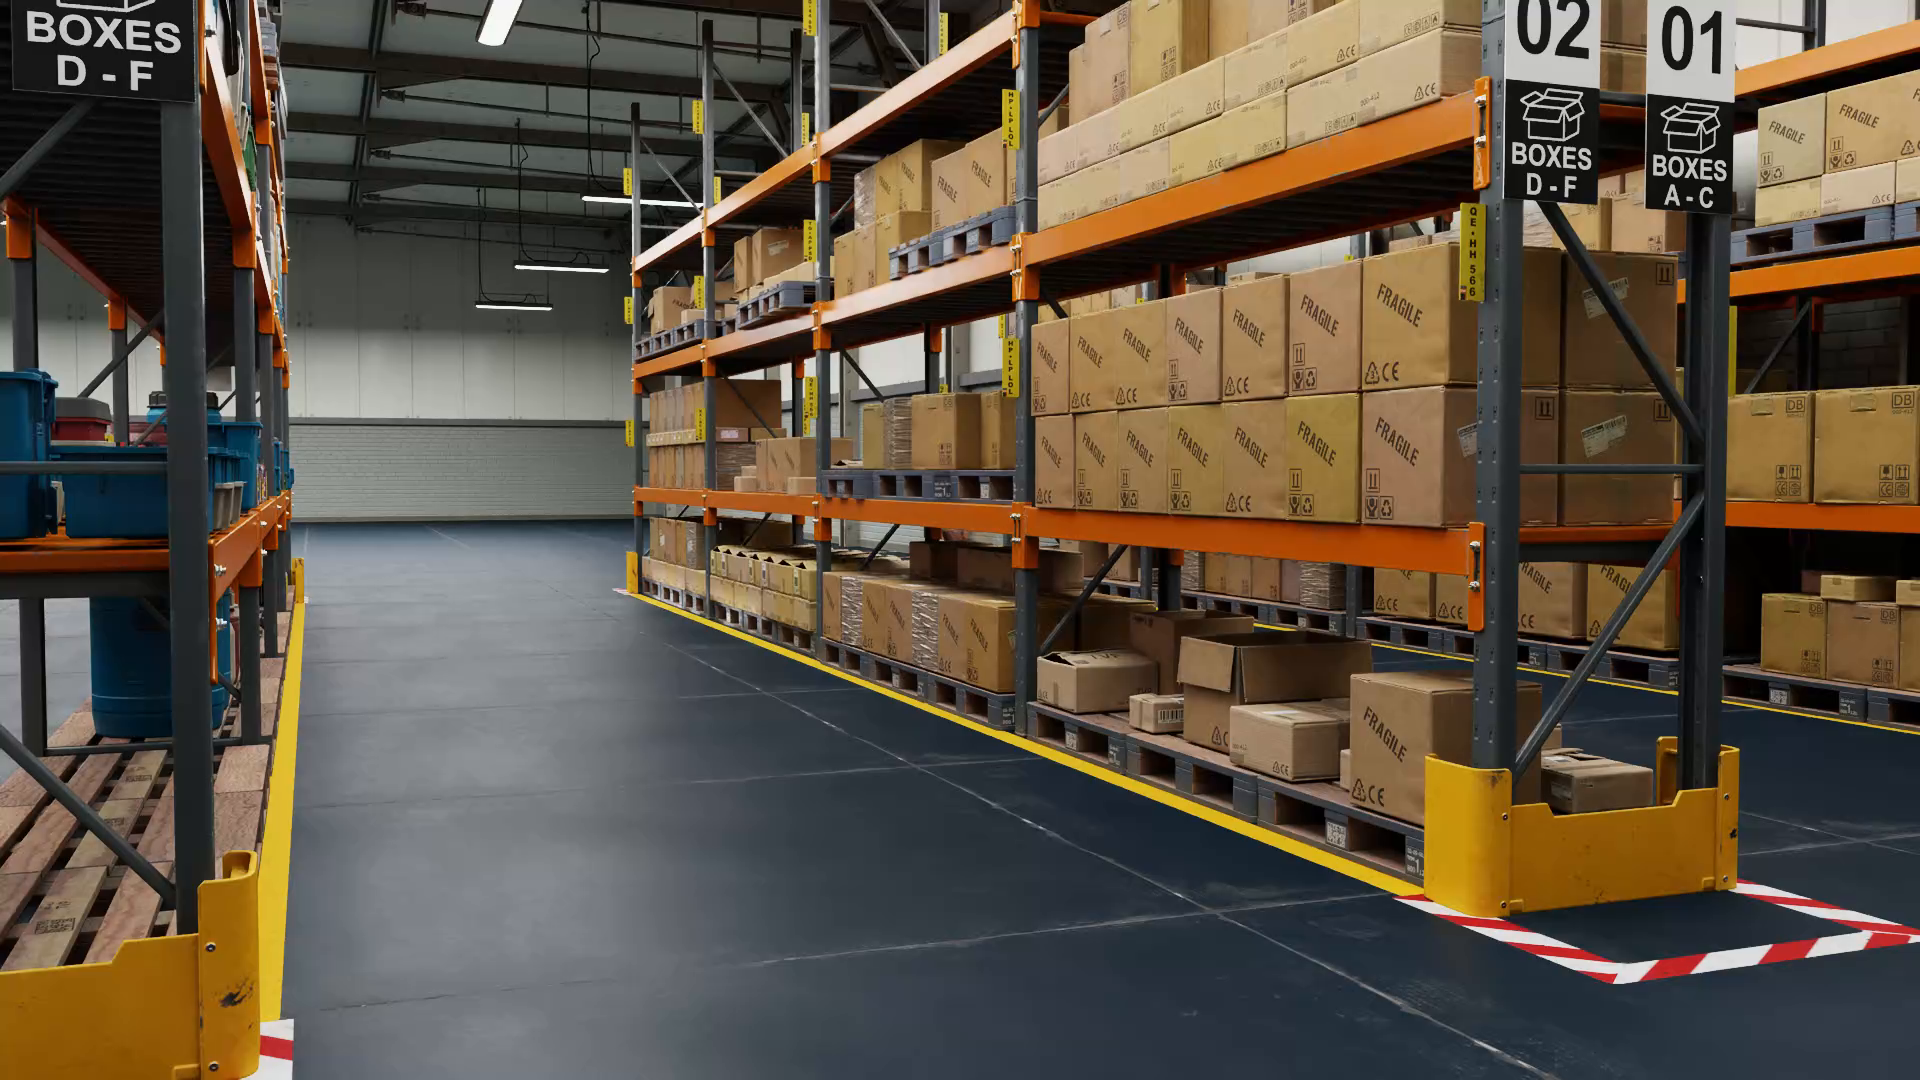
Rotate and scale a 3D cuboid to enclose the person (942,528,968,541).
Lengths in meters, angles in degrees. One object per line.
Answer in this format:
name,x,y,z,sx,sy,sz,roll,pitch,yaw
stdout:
person,-0.007,-0.090,18.290,0.416,1.671,0.510,-1,3,-25
